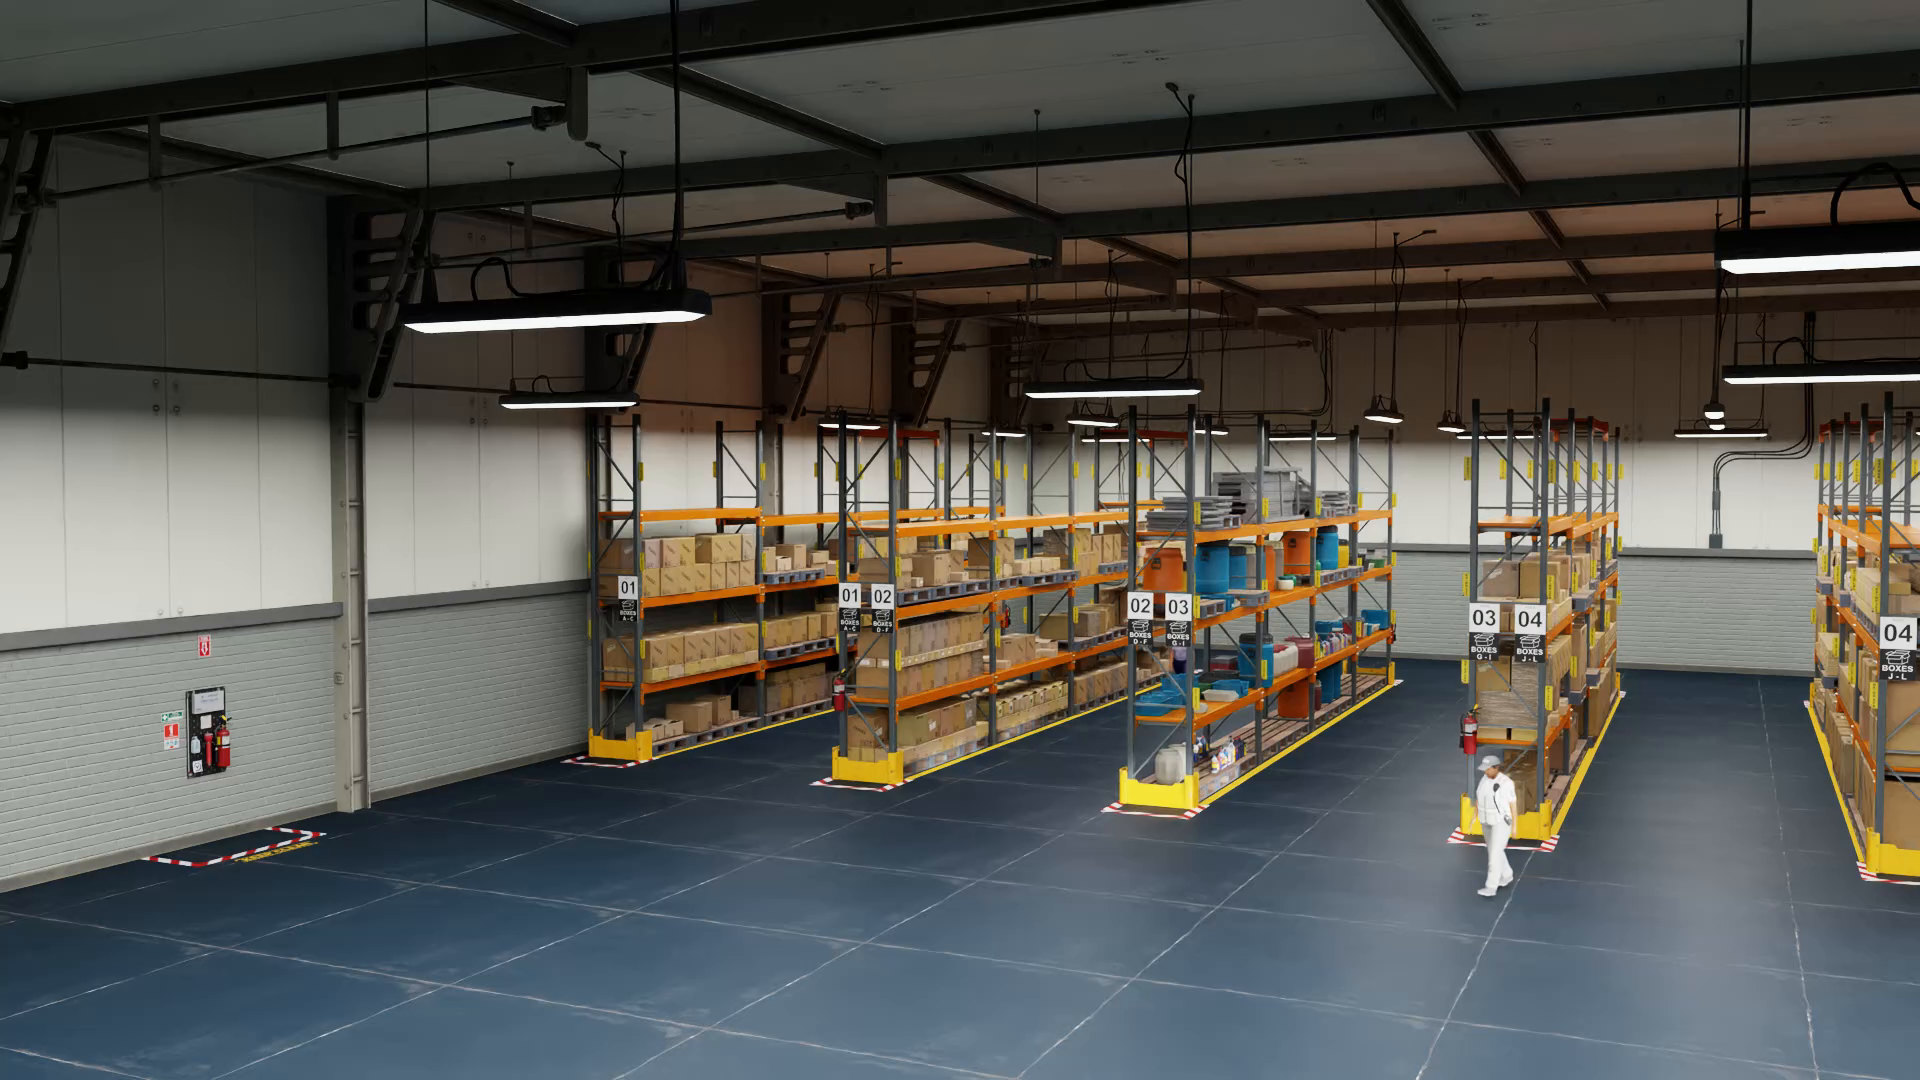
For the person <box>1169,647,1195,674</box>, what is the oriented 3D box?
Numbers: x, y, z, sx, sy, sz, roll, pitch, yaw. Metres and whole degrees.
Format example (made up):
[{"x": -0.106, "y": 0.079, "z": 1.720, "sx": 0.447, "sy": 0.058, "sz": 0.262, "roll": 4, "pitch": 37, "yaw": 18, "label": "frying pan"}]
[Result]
[{"x": 4.775, "y": 2.710, "z": 35.956, "sx": 0.503, "sy": 1.590, "sz": 1.052, "roll": 1, "pitch": 3, "yaw": 30, "label": "person"}]

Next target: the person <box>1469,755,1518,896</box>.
[{"x": 6.357, "y": 3.370, "z": 19.821, "sx": 0.894, "sy": 1.616, "sz": 0.521, "roll": -1, "pitch": 3, "yaw": -29, "label": "person"}]

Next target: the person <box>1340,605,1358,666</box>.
[{"x": 9.750, "y": 2.449, "z": 41.603, "sx": 0.528, "sy": 1.661, "sz": 0.587, "roll": -2, "pitch": 3, "yaw": -45, "label": "person"}]

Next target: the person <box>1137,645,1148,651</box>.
[{"x": 4.771, "y": 2.426, "z": 43.650, "sx": 0.437, "sy": 1.557, "sz": 1.063, "roll": -1, "pitch": 3, "yaw": -32, "label": "person"}]
